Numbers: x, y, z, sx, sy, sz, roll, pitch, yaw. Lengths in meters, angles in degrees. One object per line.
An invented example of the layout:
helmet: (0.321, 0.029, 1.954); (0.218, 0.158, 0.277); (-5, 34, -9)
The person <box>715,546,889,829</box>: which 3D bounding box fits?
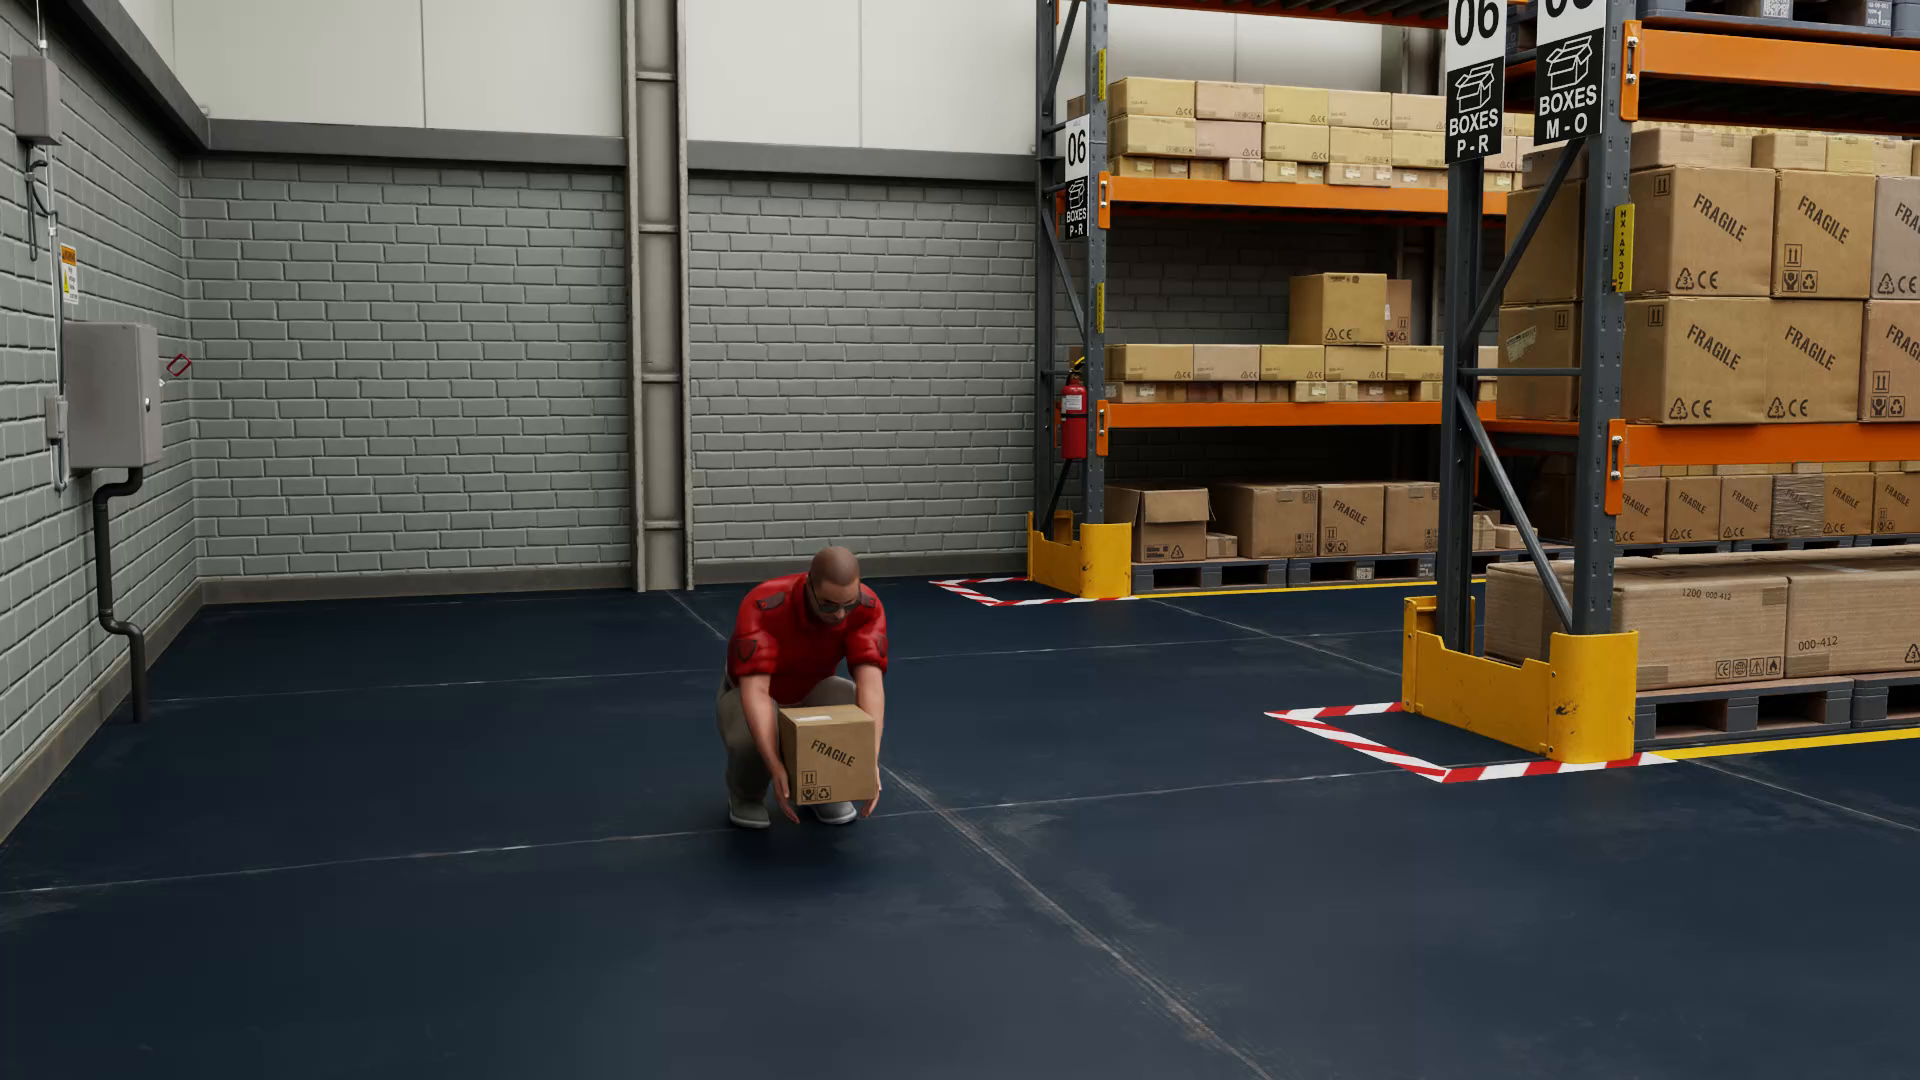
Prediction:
person: (-0.521, 0.481, 5.489); (0.542, 0.970, 0.893); (-2, 6, -19)
